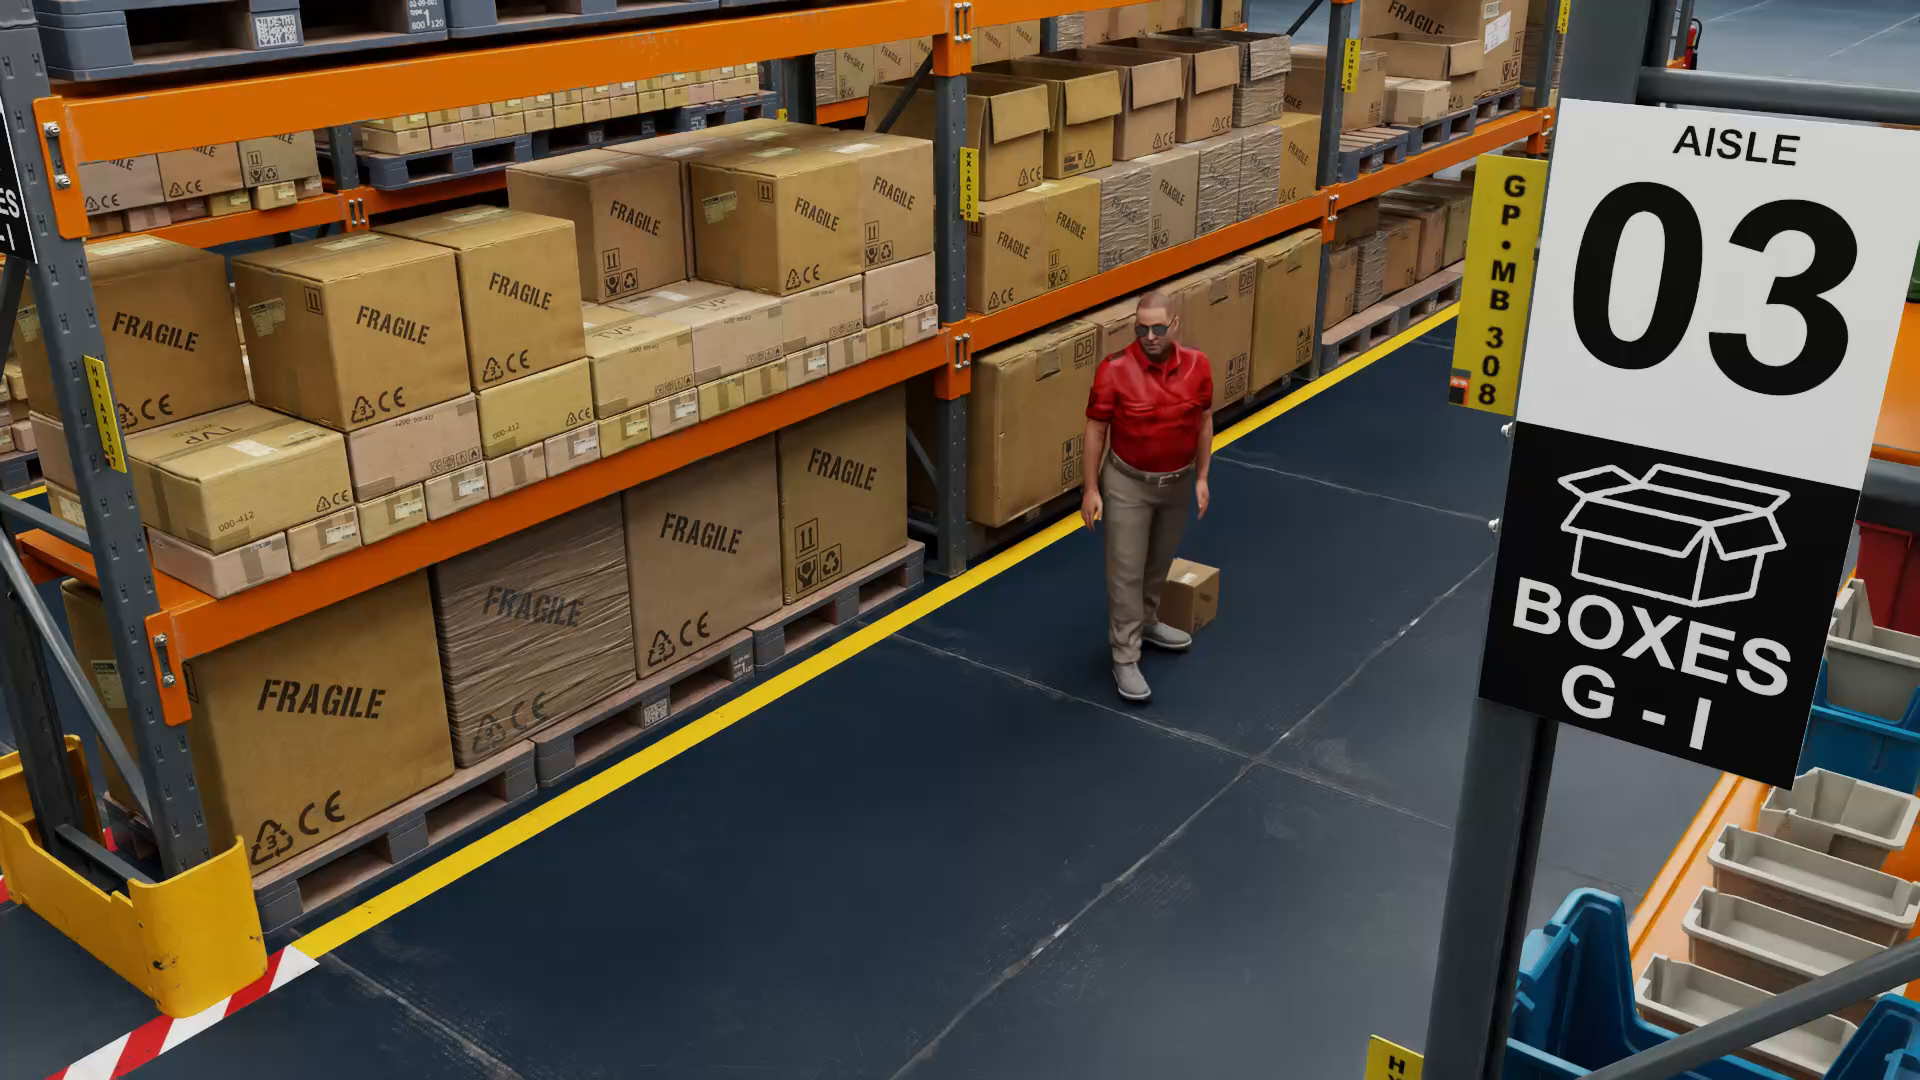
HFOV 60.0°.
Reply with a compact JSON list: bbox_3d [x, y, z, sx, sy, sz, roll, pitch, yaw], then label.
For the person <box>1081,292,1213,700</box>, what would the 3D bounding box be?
[{"bbox_3d":[0.817,-0.222,7.101,0.601,1.716,0.629,-10,25,-22],"label":"person"}]
